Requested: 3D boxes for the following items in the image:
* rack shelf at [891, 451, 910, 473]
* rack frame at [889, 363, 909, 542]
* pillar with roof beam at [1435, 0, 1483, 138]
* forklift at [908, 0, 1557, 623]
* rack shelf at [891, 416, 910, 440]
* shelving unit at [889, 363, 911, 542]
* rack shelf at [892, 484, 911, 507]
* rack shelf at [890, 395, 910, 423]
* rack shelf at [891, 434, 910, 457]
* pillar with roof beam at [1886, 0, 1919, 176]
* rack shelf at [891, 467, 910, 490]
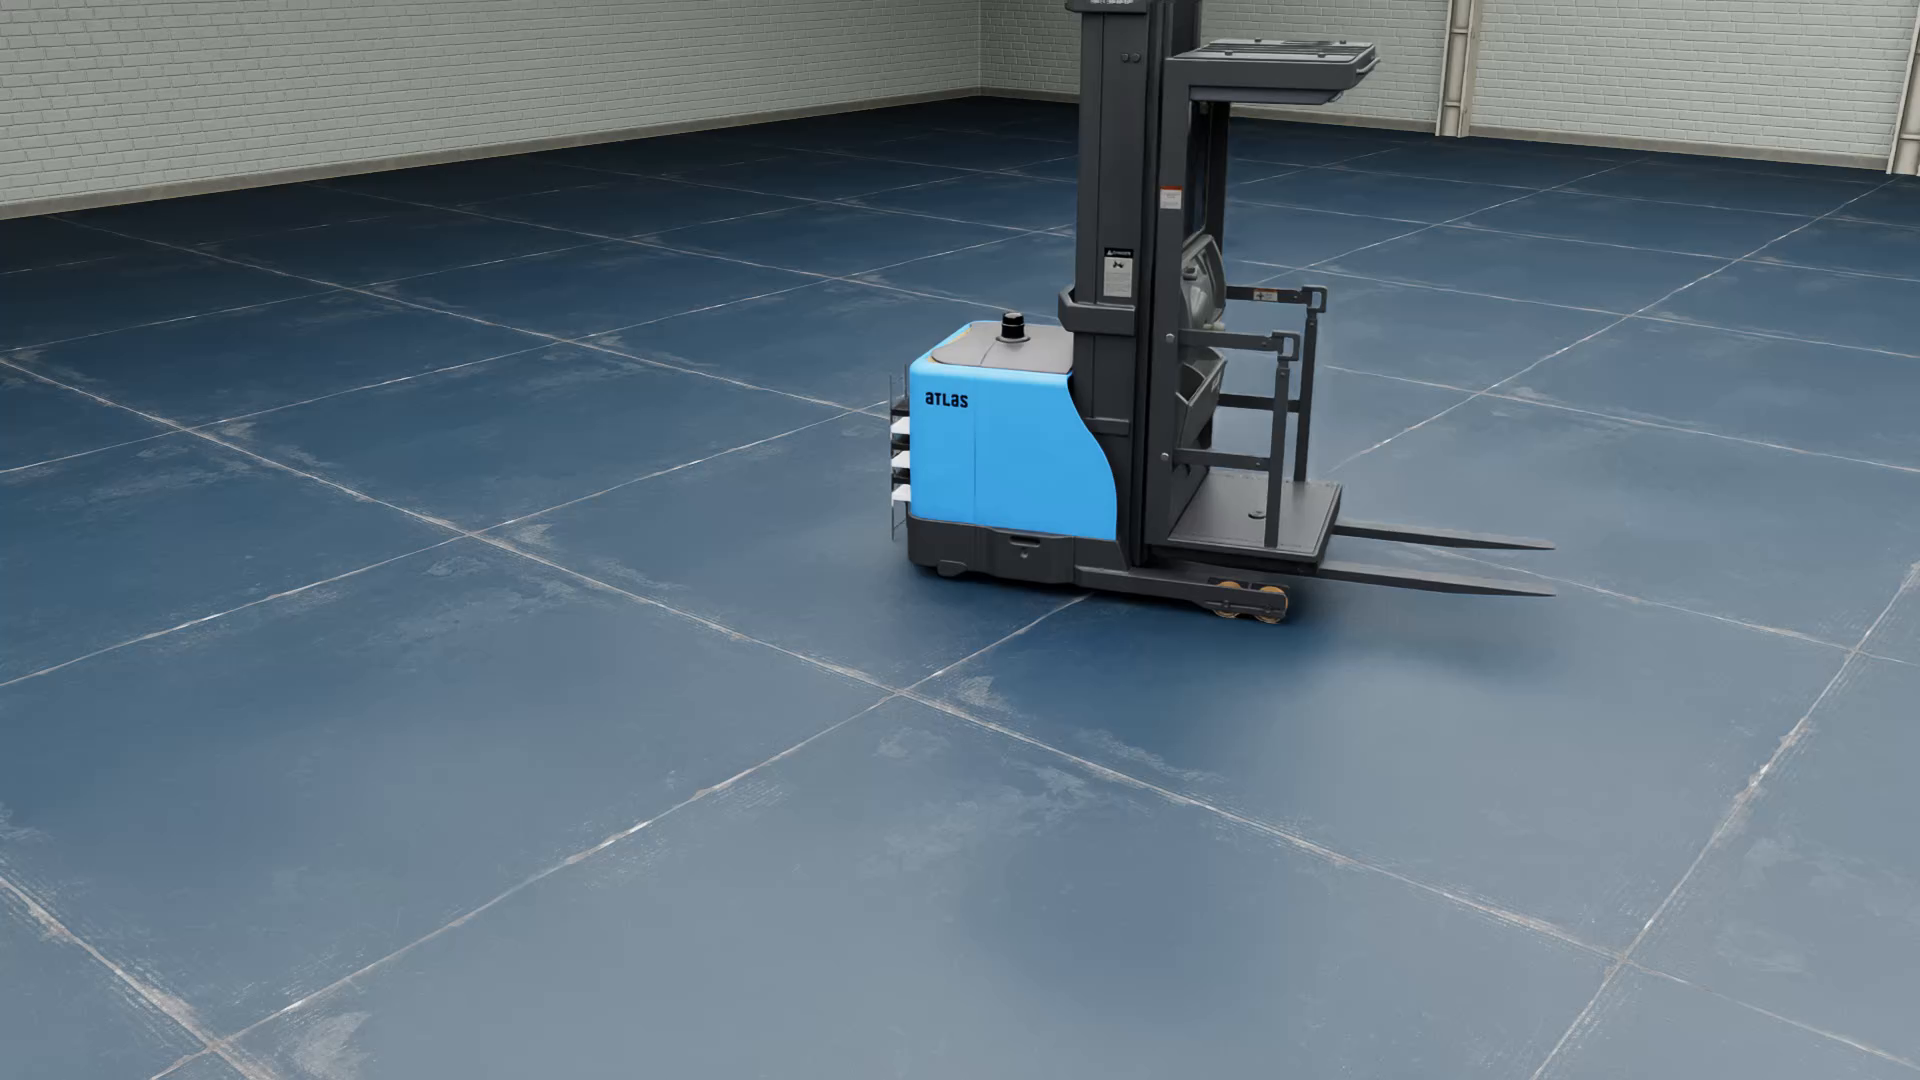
[{"bbox_3d":[-0.217,-0.406,8.565,0.200,0.077,0.258,7,22,17],"label":"rack shelf"},{"bbox_3d":[-0.313,-0.449,8.583,0.006,0.900,0.240,7,22,17],"label":"rack frame"},{"bbox_3d":[4.505,-8.975,19.715,0.400,9.000,9.100,16,26,36],"label":"pillar with roof beam"},{"bbox_3d":[1.319,-1.199,7.695,3.031,2.935,1.130,7,22,17],"label":"forklift"},{"bbox_3d":[-0.217,-0.575,8.502,0.200,0.077,0.258,7,22,17],"label":"rack shelf"},{"bbox_3d":[-0.217,-0.438,8.553,0.210,0.900,0.258,7,22,17],"label":"shelving unit"},{"bbox_3d":[-0.217,-0.238,8.629,0.200,0.077,0.258,7,22,17],"label":"rack shelf"},{"bbox_3d":[-0.217,-0.659,8.470,0.200,0.077,0.258,7,22,17],"label":"rack shelf"},{"bbox_3d":[-0.217,-0.491,8.533,0.200,0.077,0.258,7,22,17],"label":"rack shelf"},{"bbox_3d":[9.153,-7.637,16.166,0.400,9.000,9.100,16,26,36],"label":"pillar with roof beam"},{"bbox_3d":[-0.217,-0.322,8.597,0.200,0.077,0.258,7,22,17],"label":"rack shelf"}]
